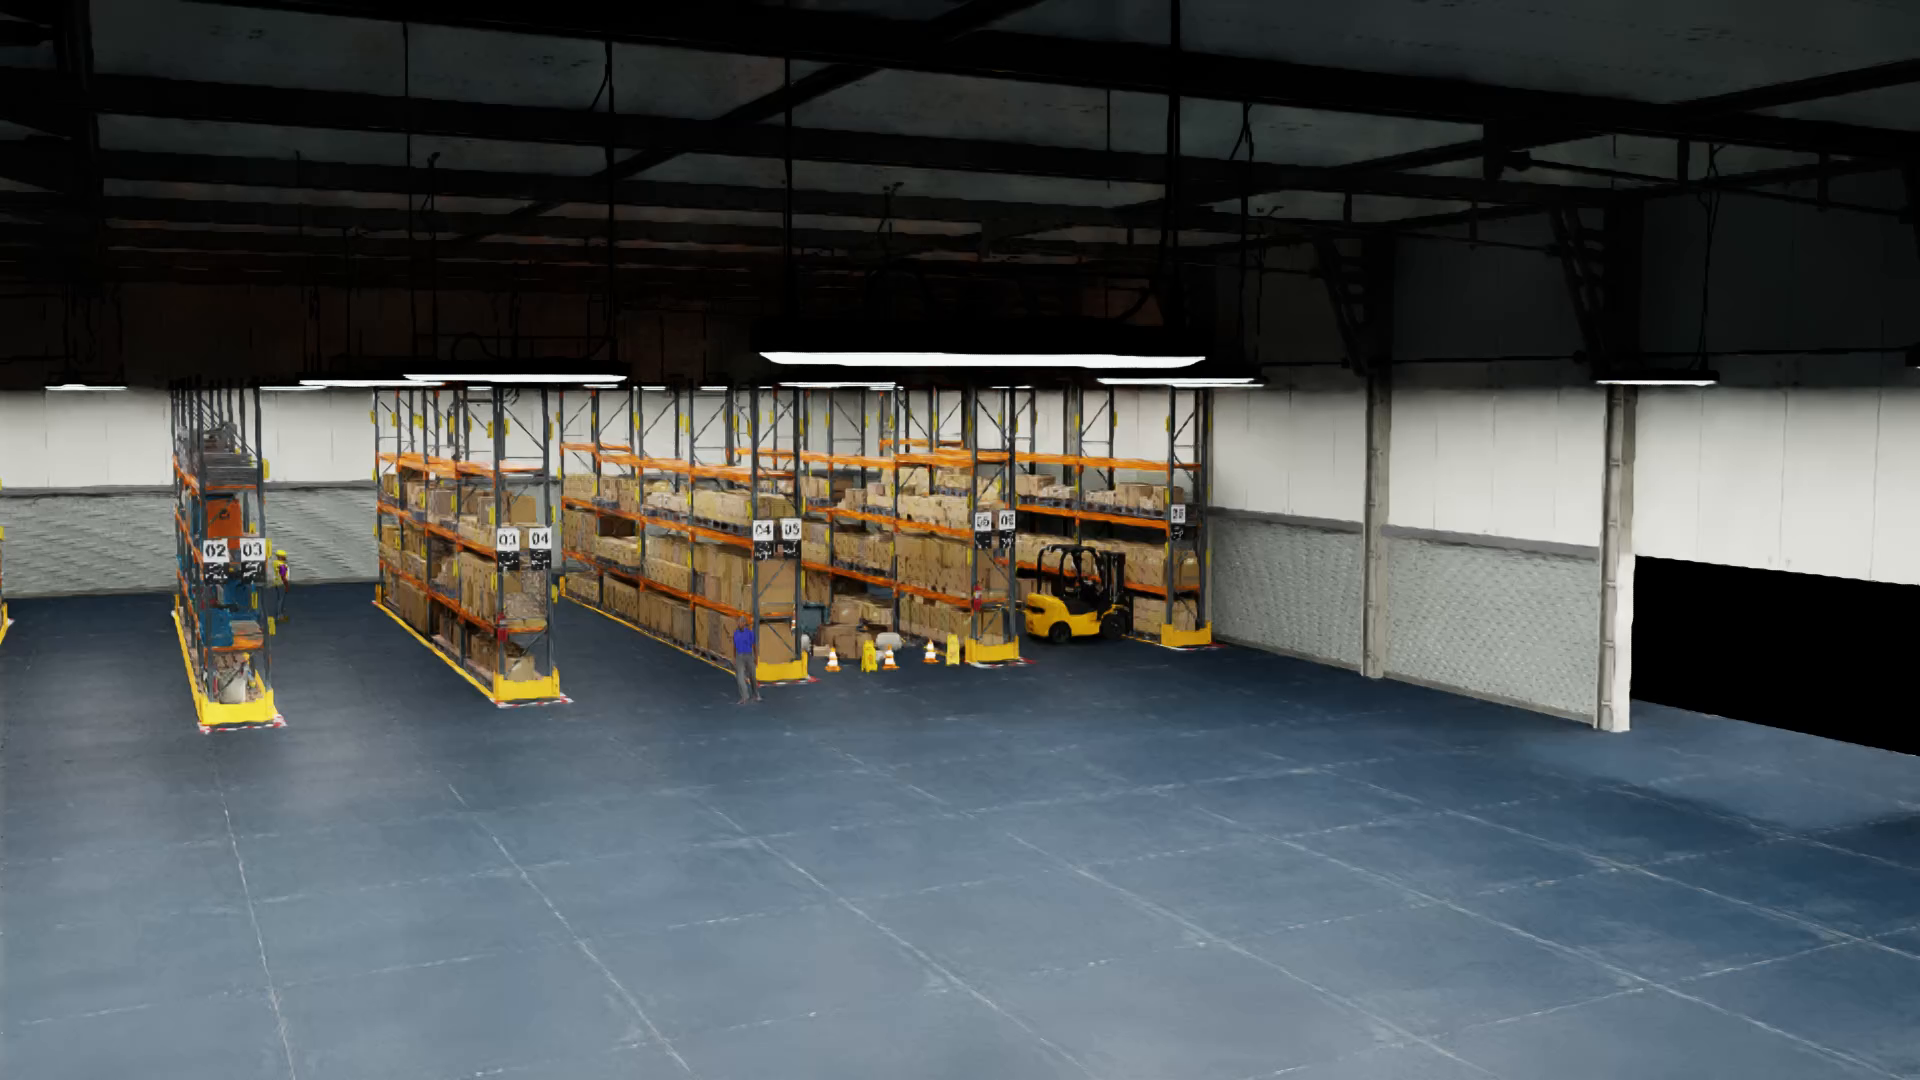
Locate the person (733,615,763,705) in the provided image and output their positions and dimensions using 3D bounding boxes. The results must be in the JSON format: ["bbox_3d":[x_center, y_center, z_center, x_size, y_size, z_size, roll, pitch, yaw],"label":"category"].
[{"bbox_3d":[-3.916,2.184,30.658,0.514,1.646,0.544,1,5,10],"label":"person"}]

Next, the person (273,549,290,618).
[{"bbox_3d":[-17.006,1.083,41.664,0.350,1.708,0.703,-4,6,-37],"label":"person"}]

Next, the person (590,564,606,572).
[{"bbox_3d":[-11.232,0.415,51.582,0.512,1.461,0.949,0,5,-3],"label":"person"}]
